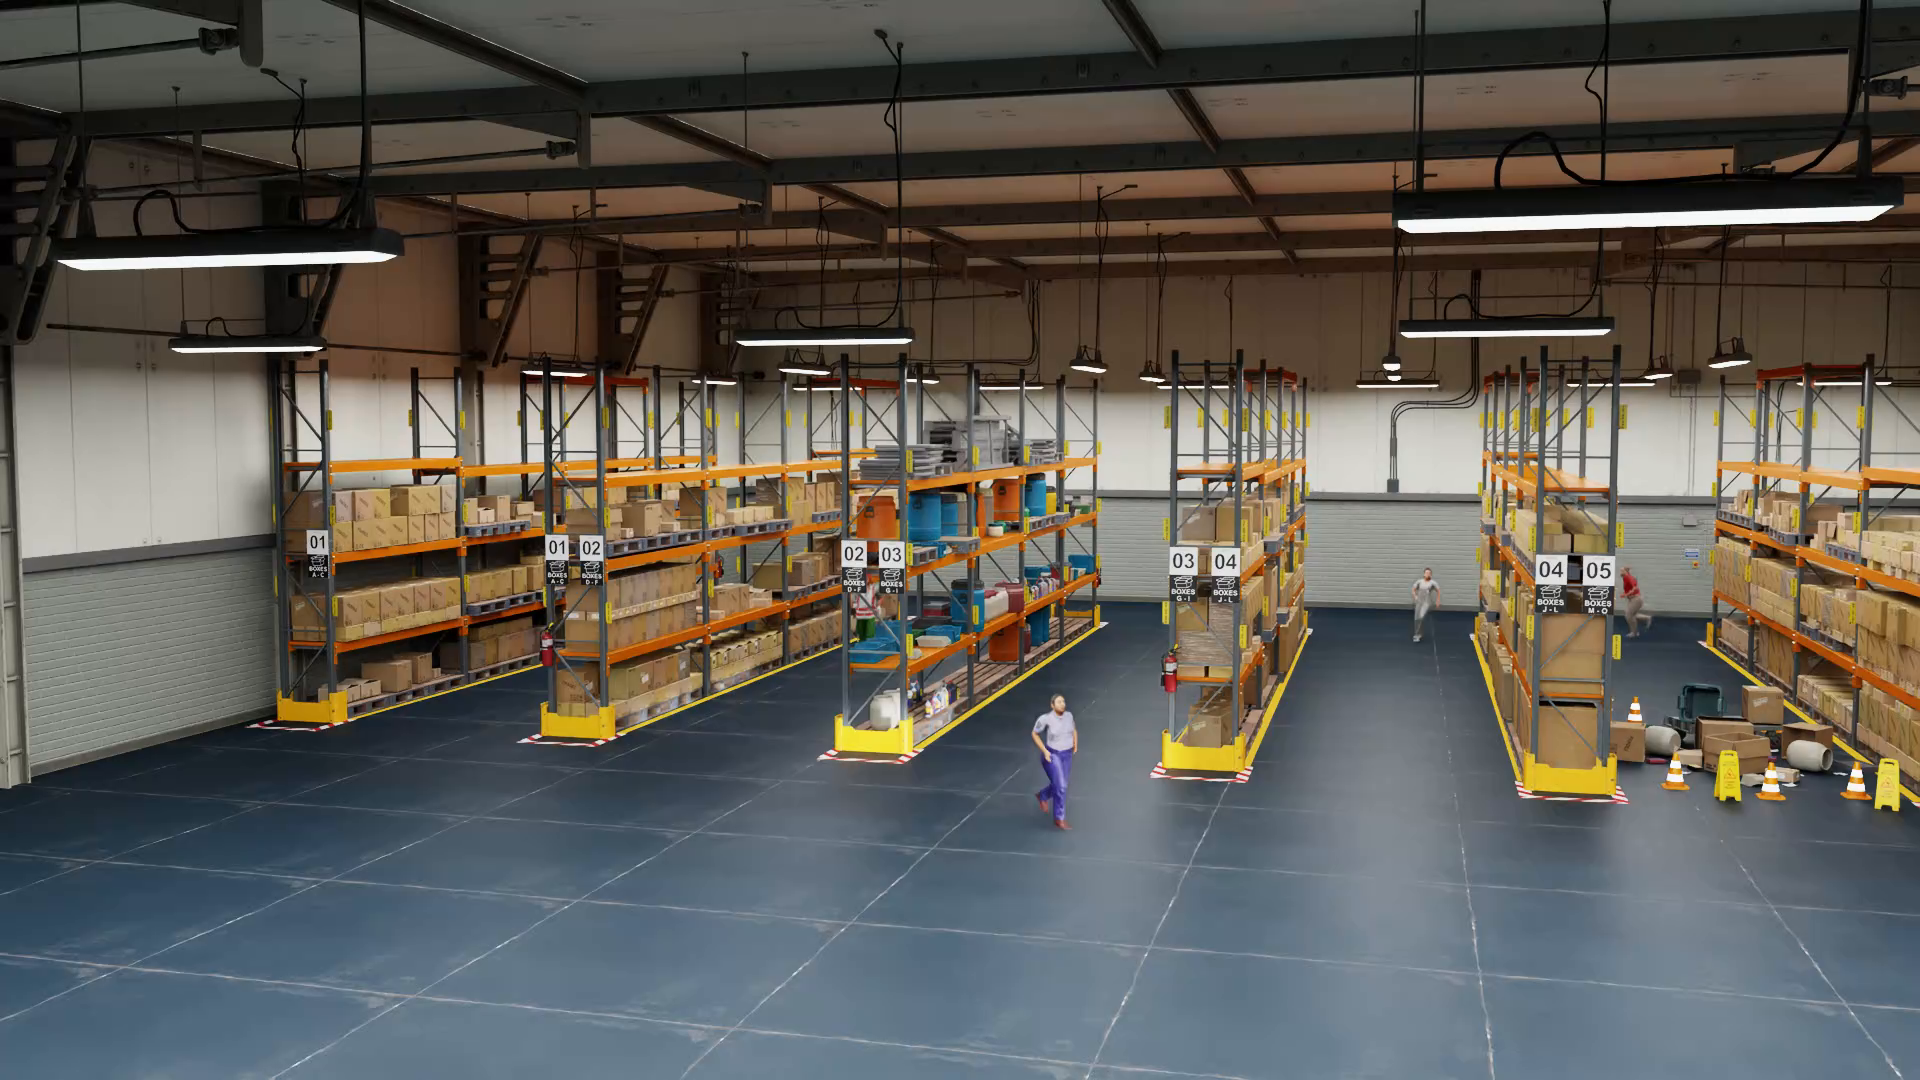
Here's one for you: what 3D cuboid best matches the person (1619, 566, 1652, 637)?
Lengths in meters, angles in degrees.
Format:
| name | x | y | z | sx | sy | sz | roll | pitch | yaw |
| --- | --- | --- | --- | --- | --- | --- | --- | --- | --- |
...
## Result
| name | x | y | z | sx | sy | sz | roll | pitch | yaw |
| --- | --- | --- | --- | --- | --- | --- | --- | --- | --- |
| person | 15.647 | 1.433 | 38.494 | 0.764 | 1.671 | 0.657 | 1 | 4 | 10 |

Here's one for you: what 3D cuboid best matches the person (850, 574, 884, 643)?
| name | x | y | z | sx | sy | sz | roll | pitch | yaw |
| --- | --- | --- | --- | --- | --- | --- | --- | --- | --- |
| person | -1.795 | 1.522 | 31.702 | 0.658 | 1.824 | 0.939 | 0 | 4 | 3 |

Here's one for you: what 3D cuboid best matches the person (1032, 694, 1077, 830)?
| name | x | y | z | sx | sy | sz | roll | pitch | yaw |
| --- | --- | --- | --- | --- | --- | --- | --- | --- | --- |
| person | 1.164 | 2.721 | 20.630 | 0.602 | 1.661 | 0.776 | -3 | 5 | -33 |

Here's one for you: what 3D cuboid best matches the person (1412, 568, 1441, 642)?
| name | x | y | z | sx | sy | sz | roll | pitch | yaw |
| --- | --- | --- | --- | --- | --- | --- | --- | --- | --- |
| person | 10.540 | 1.471 | 37.720 | 0.613 | 1.684 | 0.635 | 3 | 5 | 33 |
